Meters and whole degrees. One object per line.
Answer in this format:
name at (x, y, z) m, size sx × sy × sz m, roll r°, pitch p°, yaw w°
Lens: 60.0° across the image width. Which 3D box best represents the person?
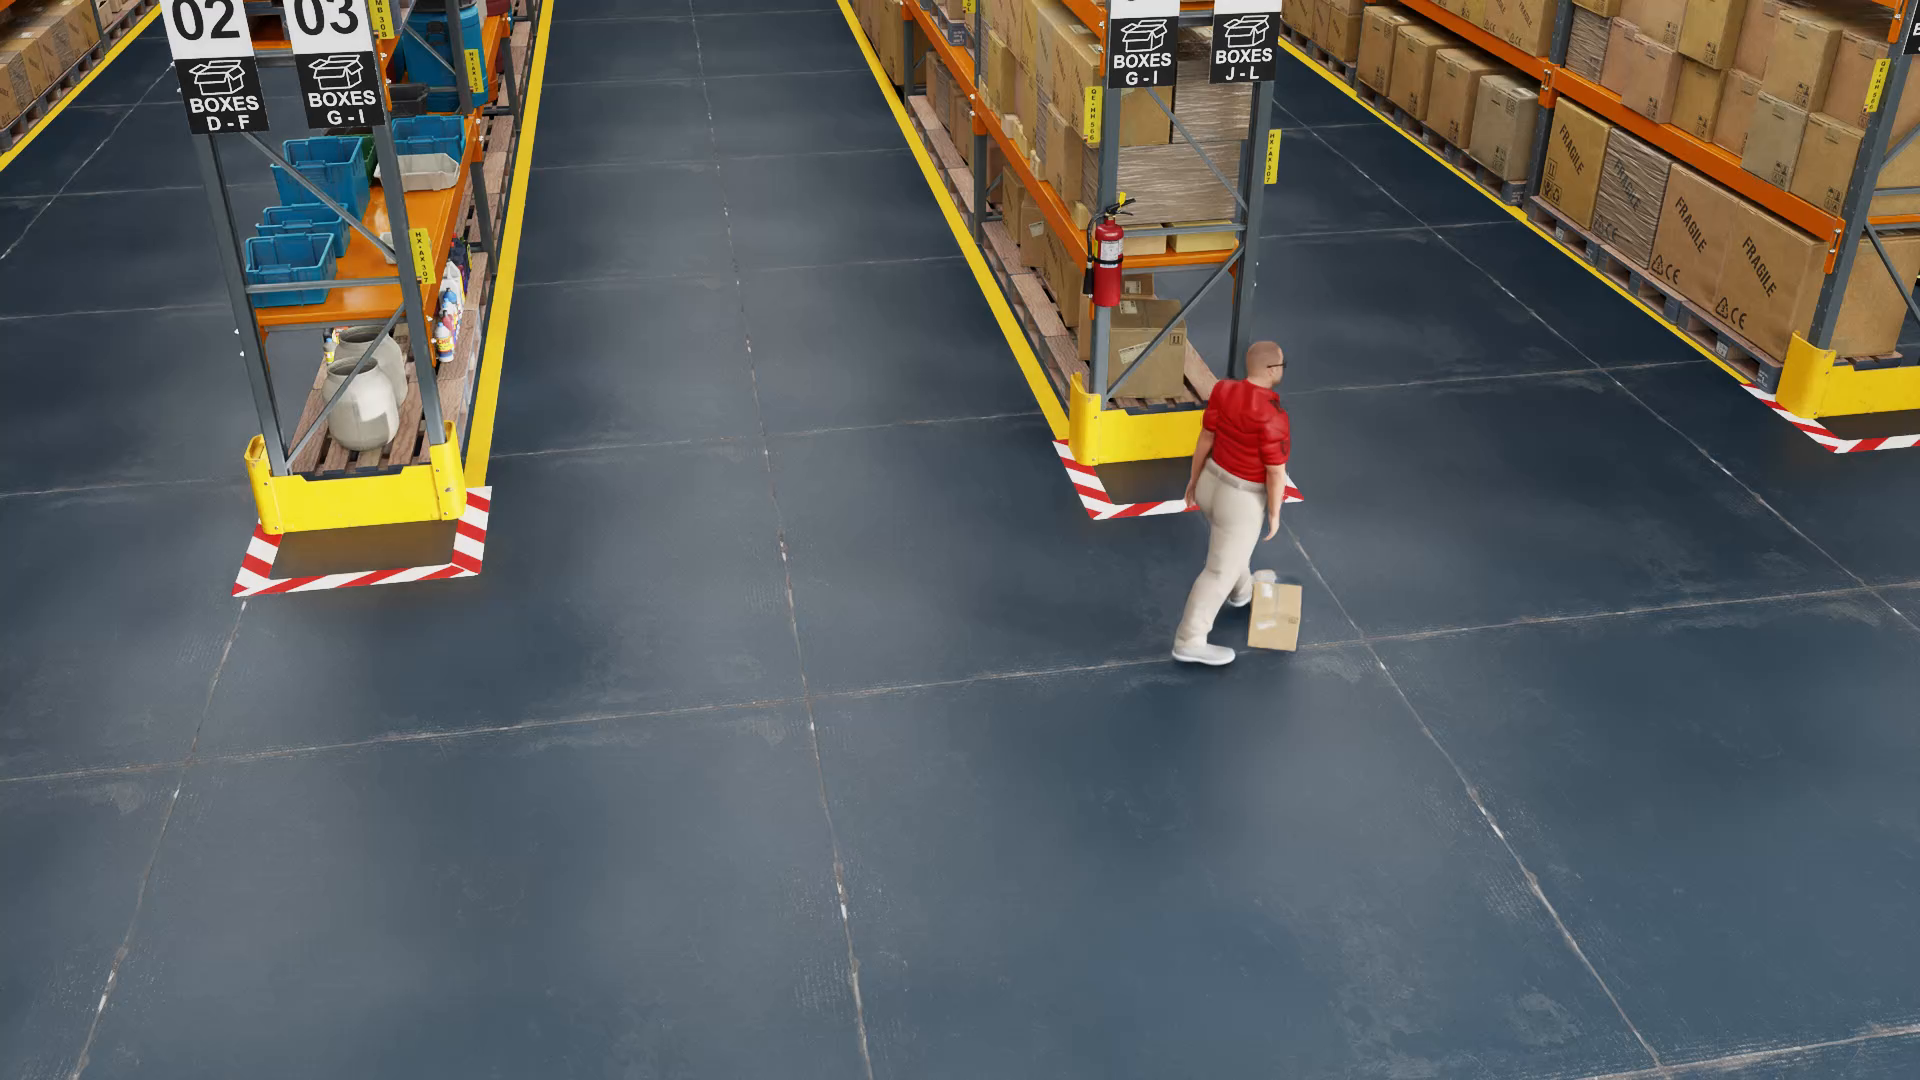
person at (1.470, -0.242, 8.573) m, size 0.922 × 1.678 × 0.577 m, roll -17°, pitch 34°, yaw -26°
